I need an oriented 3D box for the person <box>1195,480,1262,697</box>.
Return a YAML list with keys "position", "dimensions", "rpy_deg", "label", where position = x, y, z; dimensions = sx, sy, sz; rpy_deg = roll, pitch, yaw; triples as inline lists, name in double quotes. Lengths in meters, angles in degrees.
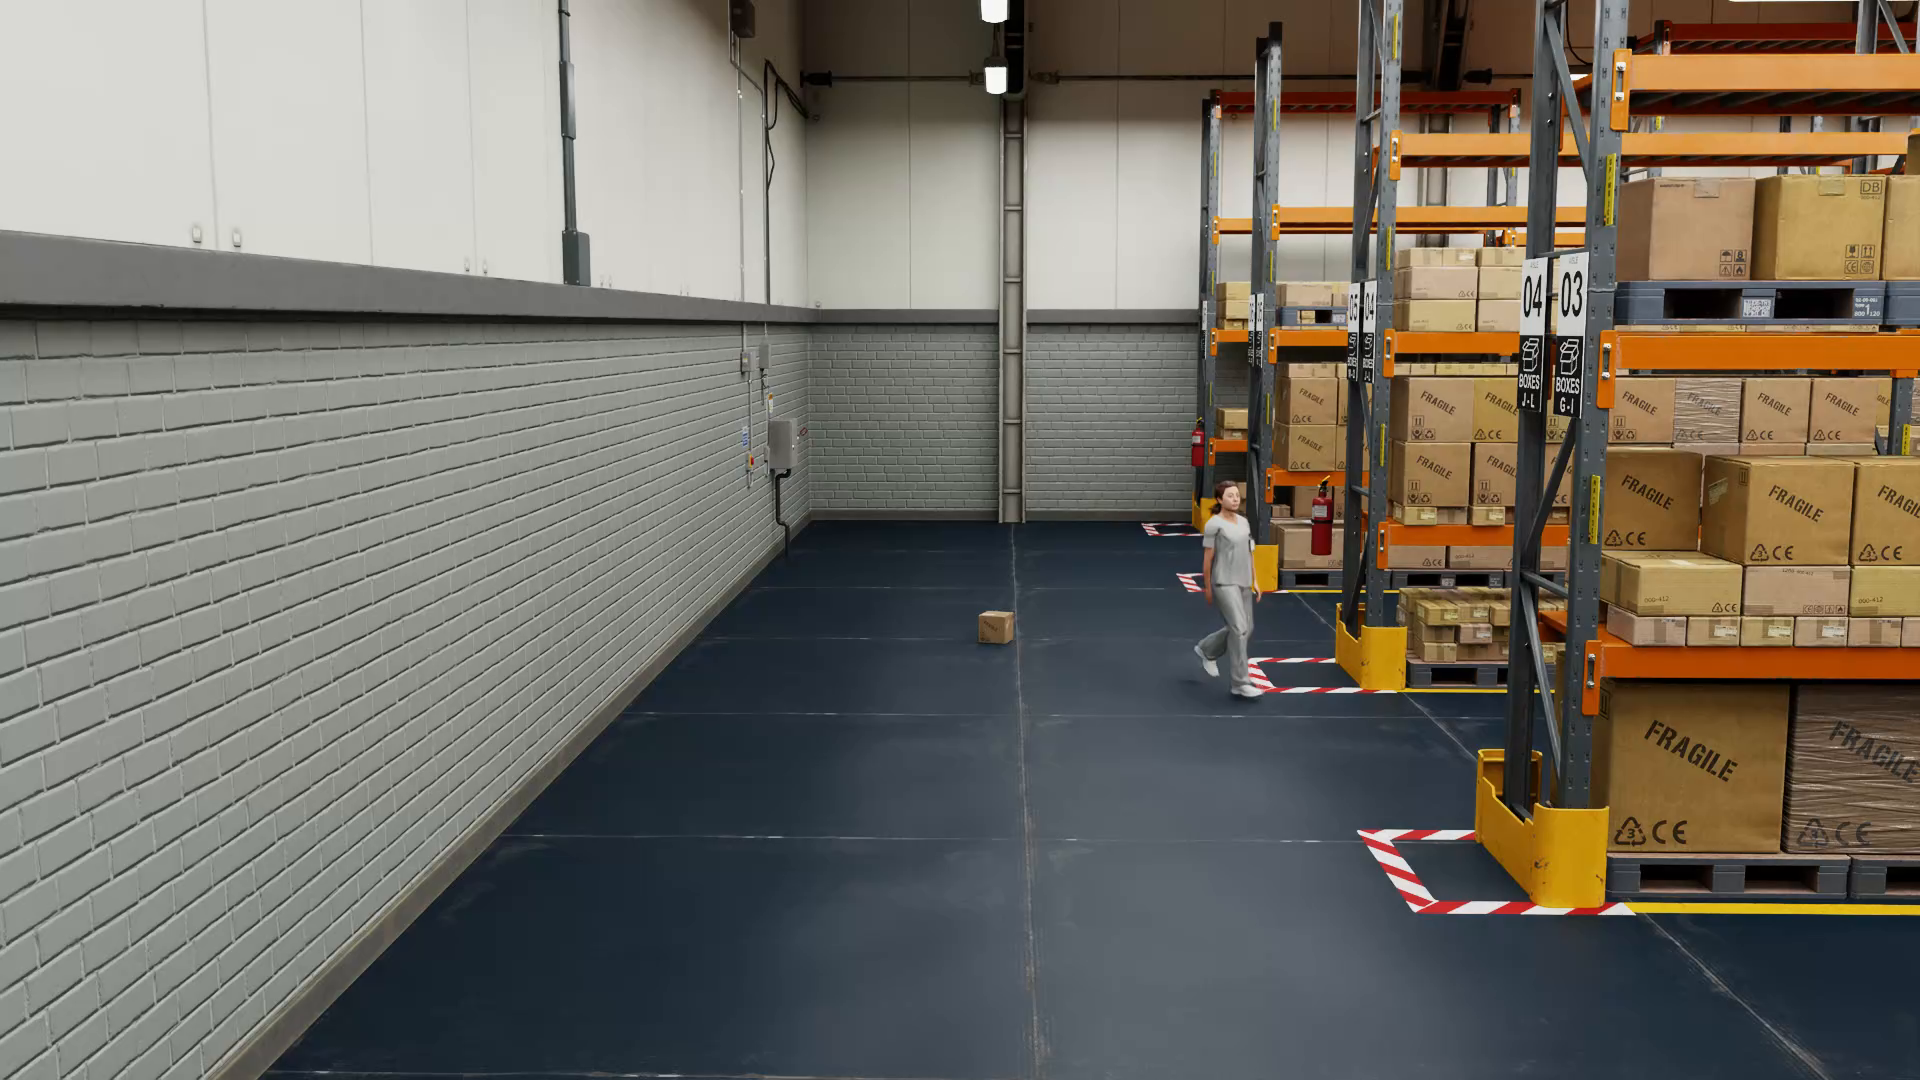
- position: [2.092, 0.352, 12.962]
  dimensions: [0.442, 1.639, 0.846]
  rpy_deg: [-6, 9, -37]
  label: "person"
